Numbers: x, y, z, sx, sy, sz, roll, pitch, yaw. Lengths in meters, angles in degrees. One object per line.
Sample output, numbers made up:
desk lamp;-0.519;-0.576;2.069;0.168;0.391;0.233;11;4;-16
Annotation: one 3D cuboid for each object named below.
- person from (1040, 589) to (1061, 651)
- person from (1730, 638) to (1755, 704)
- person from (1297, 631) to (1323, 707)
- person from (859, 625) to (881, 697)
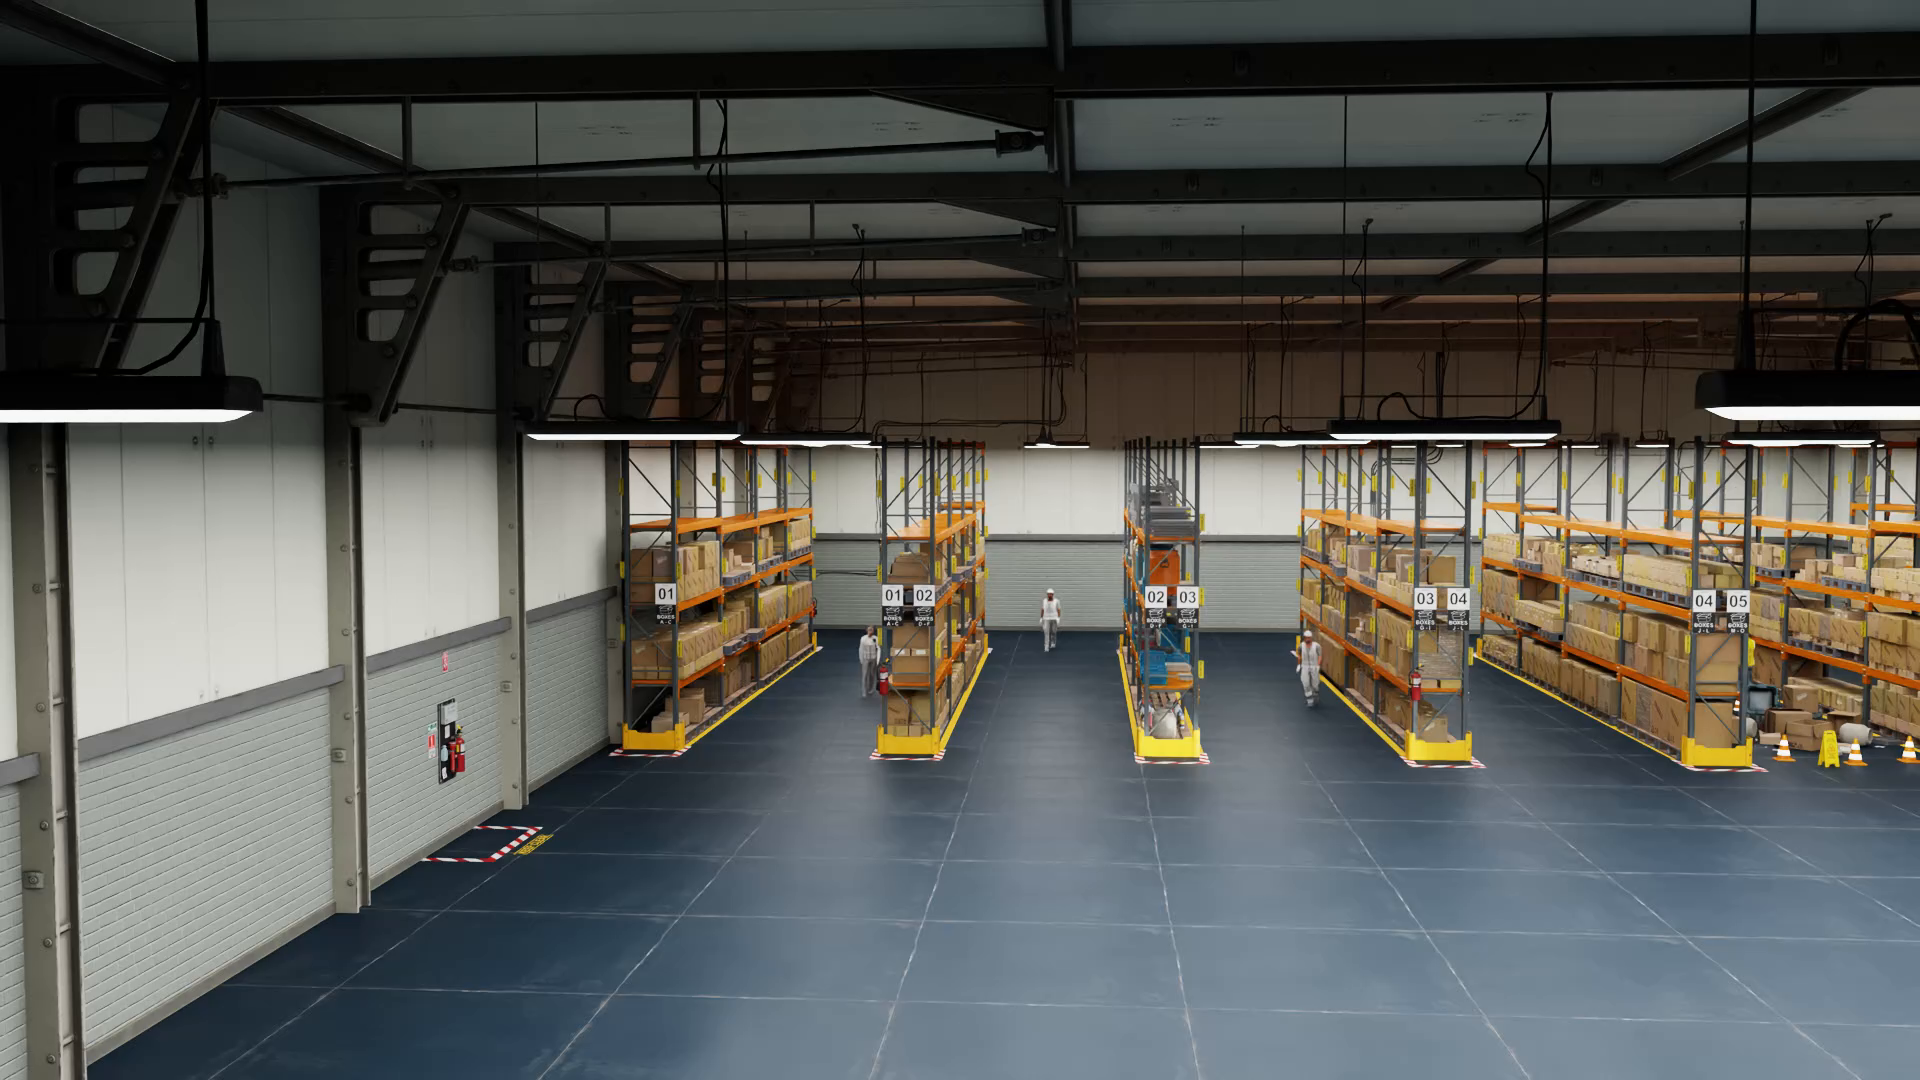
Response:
person;2.583;2.280;47.703;0.608;1.717;1.039;0;3;6
person;17.720;2.848;37.464;0.555;1.784;0.556;-1;3;-13
person;7.876;2.874;37.471;0.592;1.697;0.796;1;3;19
person;-2.093;2.801;38.830;0.516;1.658;0.770;-1;3;-12
